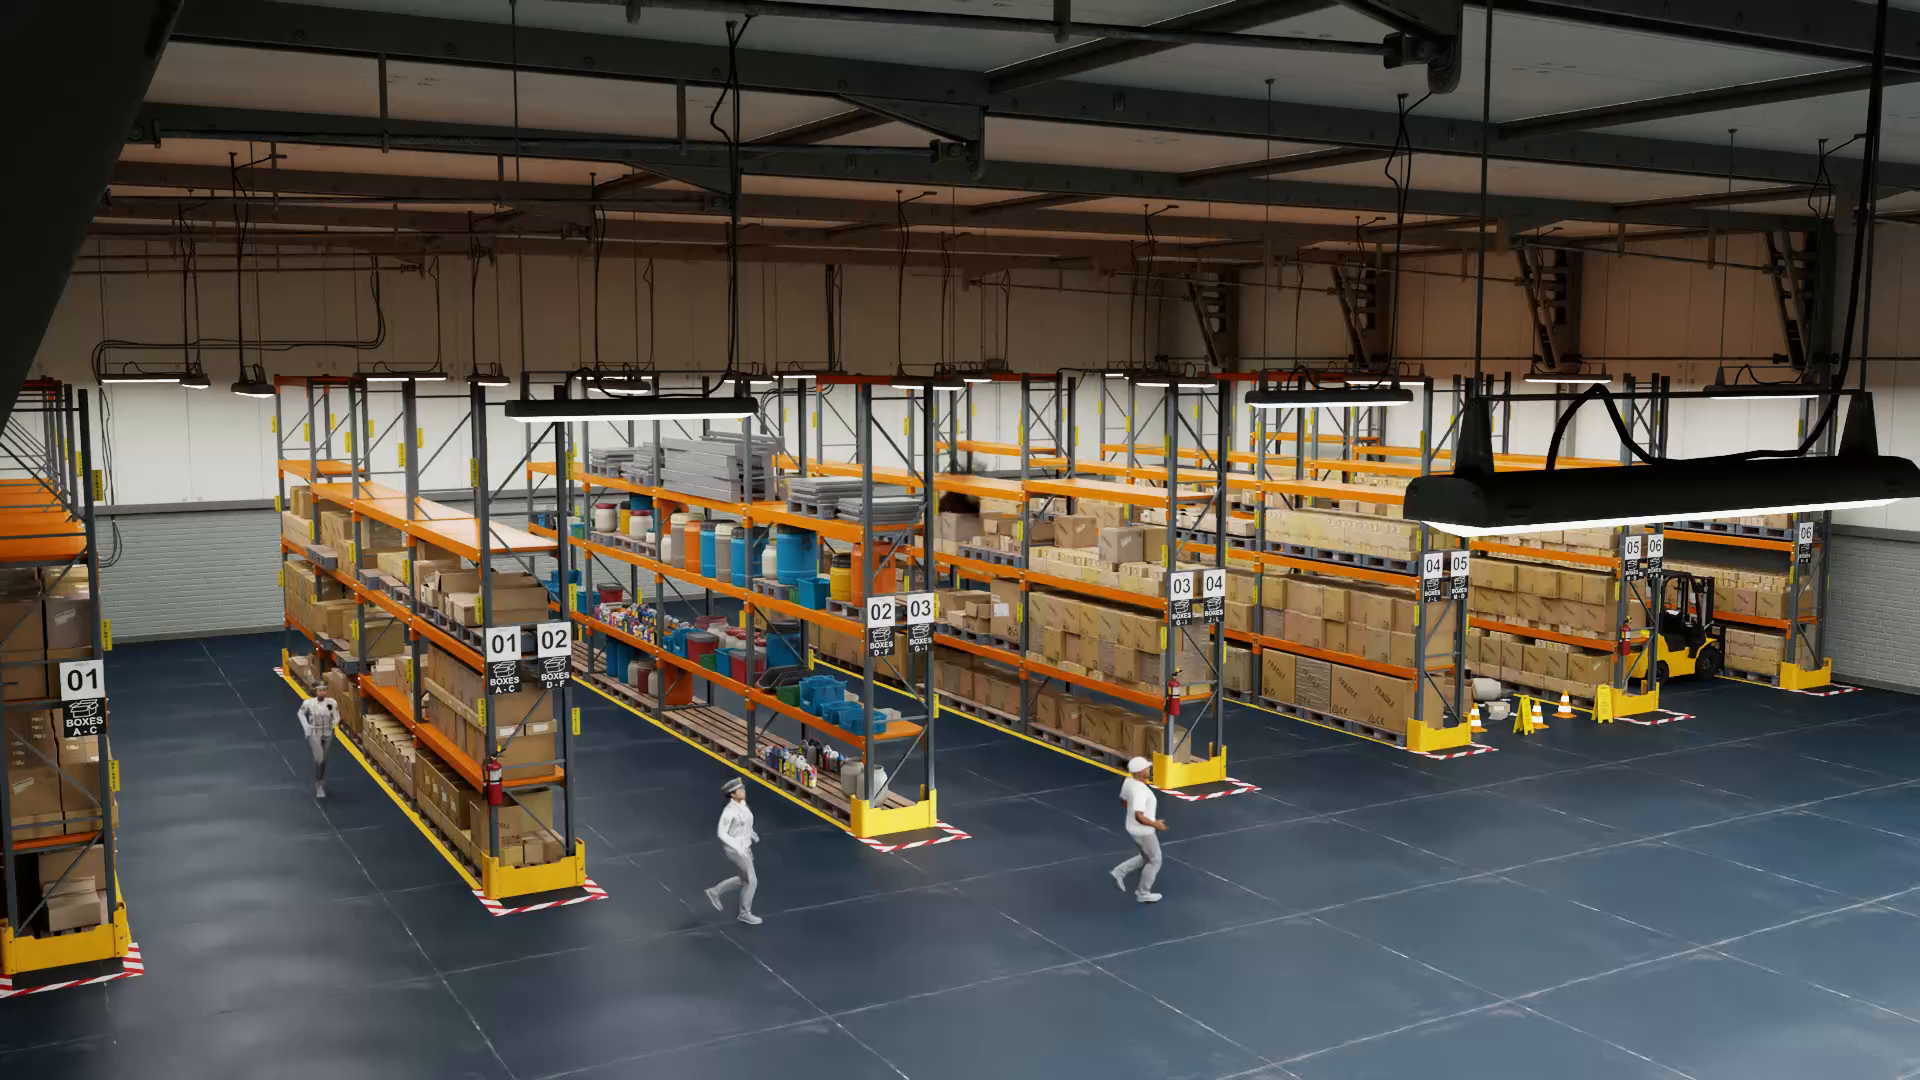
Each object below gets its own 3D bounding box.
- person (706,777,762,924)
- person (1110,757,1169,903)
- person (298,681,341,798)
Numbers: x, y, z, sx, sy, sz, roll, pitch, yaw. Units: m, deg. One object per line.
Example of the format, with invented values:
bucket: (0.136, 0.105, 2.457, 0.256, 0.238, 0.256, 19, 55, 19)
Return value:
person: (-2.548, 3.477, 18.681, 0.646, 1.678, 0.614, 1, 6, 7)
person: (2.074, 3.364, 19.338, 0.609, 1.717, 0.697, -1, 6, -8)
person: (-9.278, 2.870, 24.159, 0.524, 1.725, 0.810, -5, 8, -39)
